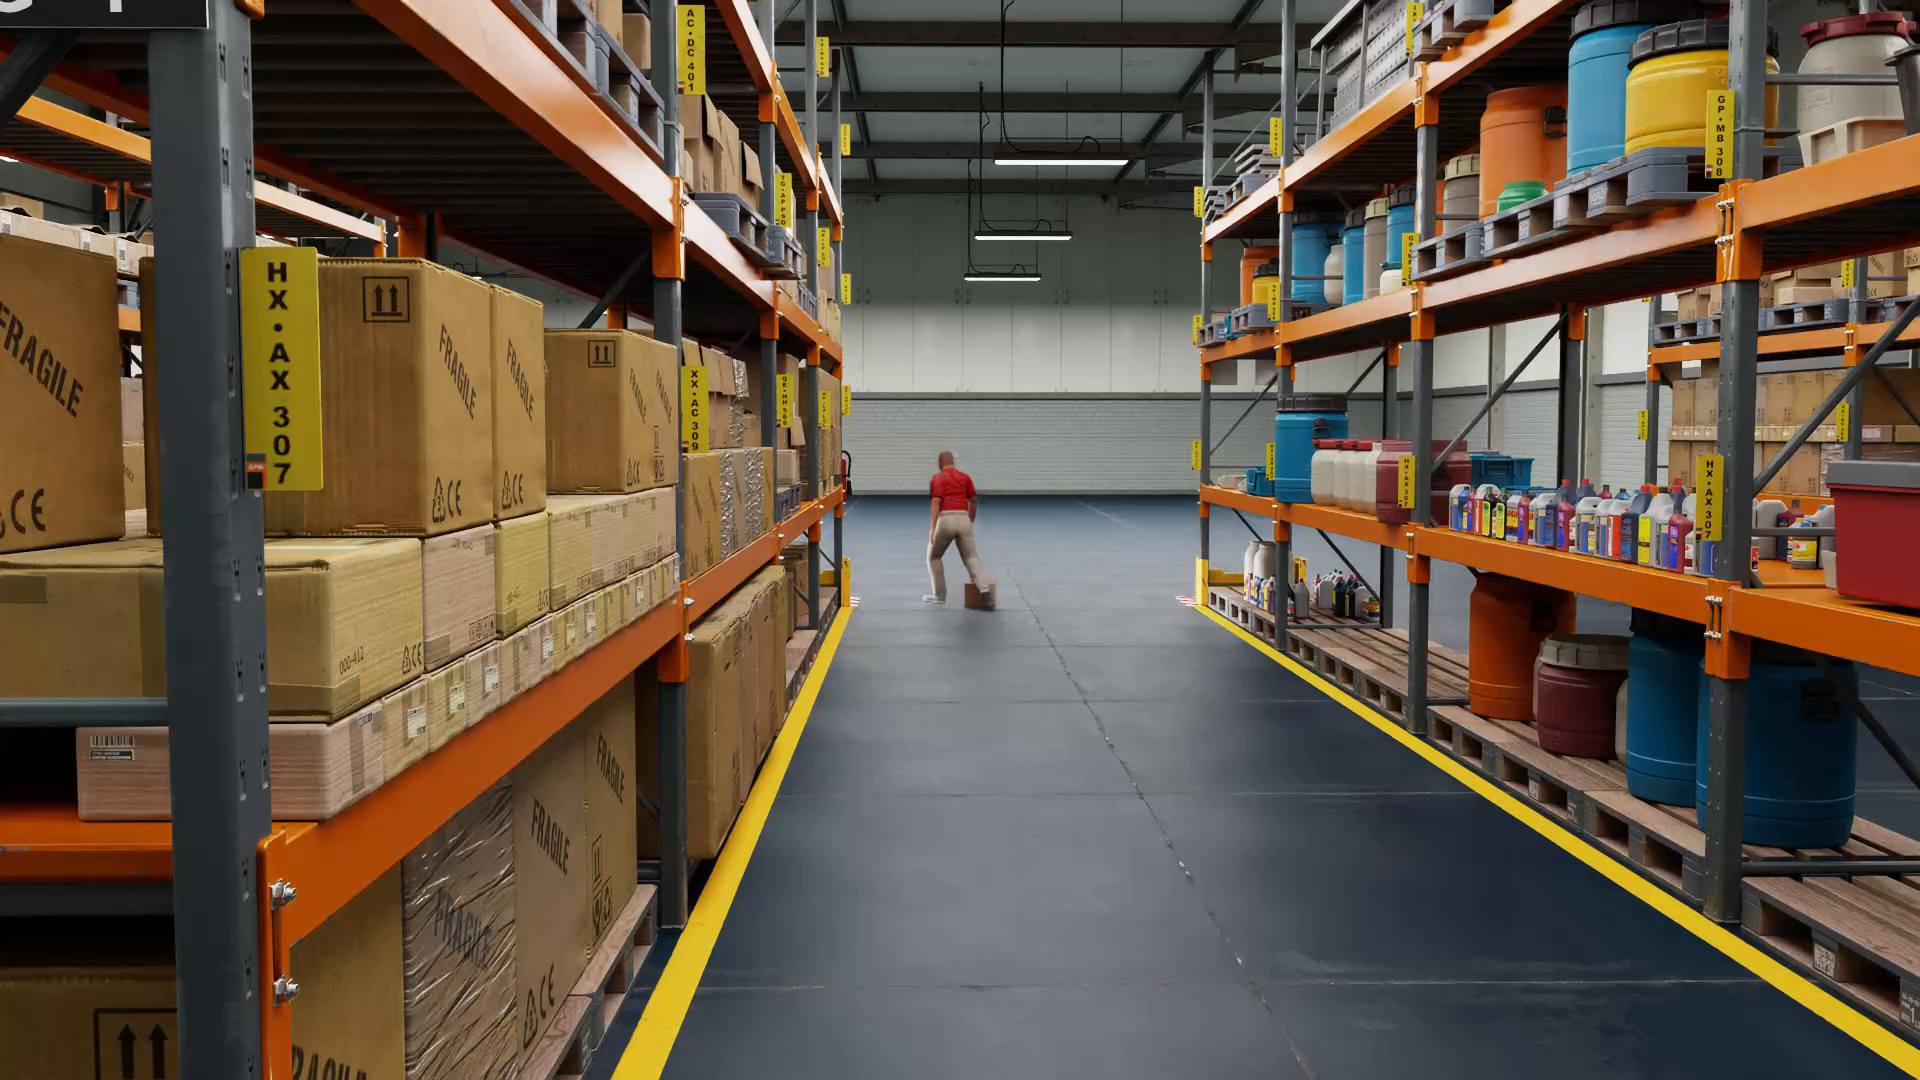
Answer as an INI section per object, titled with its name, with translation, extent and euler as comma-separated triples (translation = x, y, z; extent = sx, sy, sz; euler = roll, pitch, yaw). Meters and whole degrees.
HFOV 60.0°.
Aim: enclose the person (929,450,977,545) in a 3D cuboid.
[person]
translation = -0.096, -0.466, 18.053
extent = 0.623, 1.015, 0.366
euler = -2, 4, -25
